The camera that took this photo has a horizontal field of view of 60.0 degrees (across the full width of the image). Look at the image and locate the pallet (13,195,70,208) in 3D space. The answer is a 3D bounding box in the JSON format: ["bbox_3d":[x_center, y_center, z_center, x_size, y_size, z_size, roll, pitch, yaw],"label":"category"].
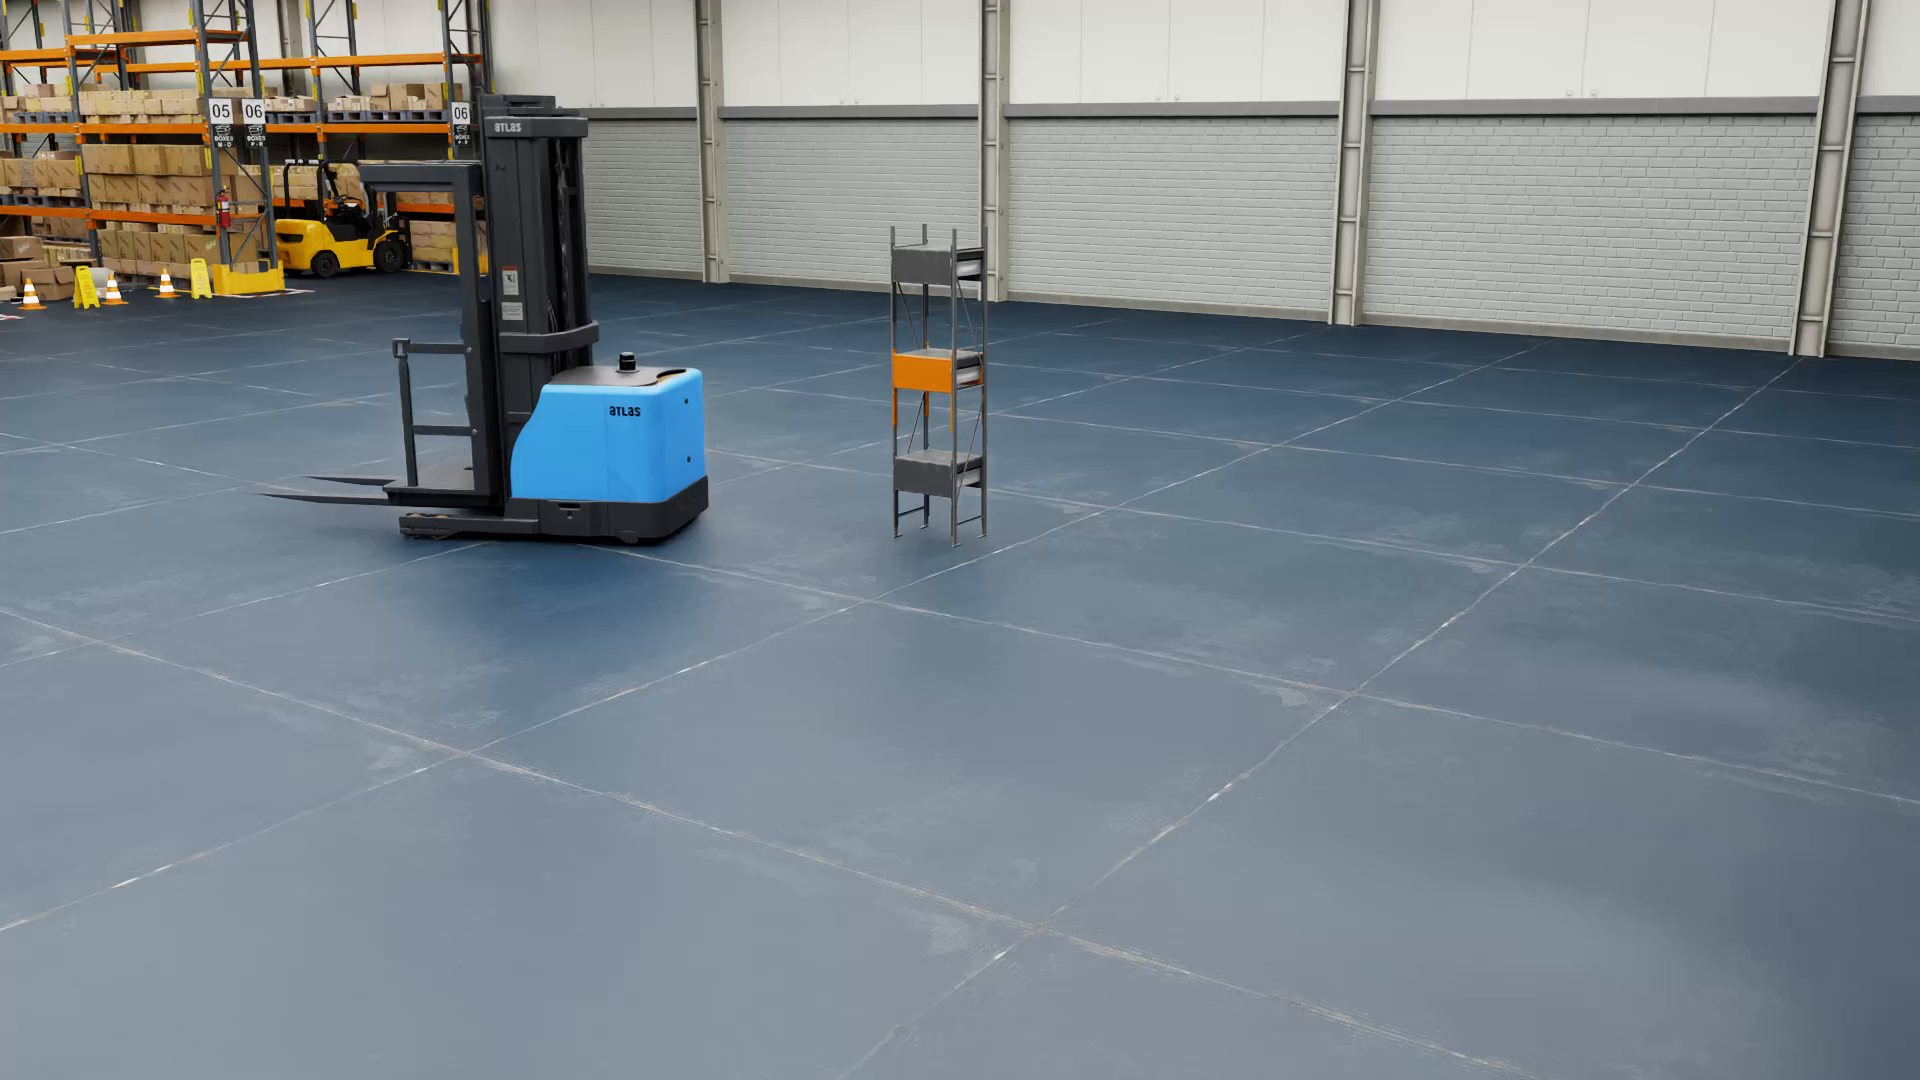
[{"bbox_3d":[-17.084,-6.428,31.445,1.213,0.211,1.003,9,17,33],"label":"pallet"}]

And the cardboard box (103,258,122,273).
[{"bbox_3d":[-15.091,-4.978,30.038,0.500,0.250,0.500,8,16,30],"label":"cardboard box"}]

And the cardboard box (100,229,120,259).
[{"bbox_3d":[-15.091,-5.342,29.948,0.500,0.500,0.500,10,17,35],"label":"cardboard box"}]

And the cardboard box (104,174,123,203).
[{"bbox_3d":[-14.791,-6.257,29.531,0.500,0.500,0.500,9,17,33],"label":"cardboard box"}]

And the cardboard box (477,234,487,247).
[{"bbox_3d":[-9.618,-5.912,32.770,0.500,0.250,0.500,10,17,34],"label":"cardboard box"}]

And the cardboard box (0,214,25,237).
[{"bbox_3d":[-19.276,-6.060,33.108,0.875,0.875,0.875,9,17,32],"label":"cardboard box"}]

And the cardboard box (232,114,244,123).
[{"bbox_3d":[-12.205,-7.149,28.239,0.250,0.149,0.380,9,17,33],"label":"cardboard box"}]

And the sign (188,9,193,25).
[{"bbox_3d":[-16.277,-11.063,35.177,0.005,0.325,0.100,9,17,33],"label":"sign"}]

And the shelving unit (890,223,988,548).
[{"bbox_3d":[-0.137,-1.041,11.161,0.503,2.100,0.431,9,17,33],"label":"shelving unit"}]

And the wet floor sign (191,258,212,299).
[{"bbox_3d":[-12.551,-4.324,27.446,0.267,0.644,0.232,-10,17,-35],"label":"wet floor sign"}]

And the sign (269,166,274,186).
[{"bbox_3d":[-11.808,-6.234,28.461,0.005,0.325,0.100,9,17,33],"label":"sign"}]

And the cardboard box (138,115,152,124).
[{"bbox_3d":[-13.862,-7.228,28.562,0.250,0.149,0.380,9,16,32],"label":"cardboard box"}]

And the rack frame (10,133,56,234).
[{"bbox_3d":[-22.620,-8.841,40.796,0.127,3.000,1.000,9,17,33],"label":"rack frame"}]

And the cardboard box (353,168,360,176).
[{"bbox_3d":[-11.934,-7.388,33.369,0.250,0.149,0.380,10,17,34],"label":"cardboard box"}]

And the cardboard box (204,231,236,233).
[{"bbox_3d":[-13.082,-5.174,29.270,0.500,0.500,0.500,8,16,31],"label":"cardboard box"}]

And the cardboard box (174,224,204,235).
[{"bbox_3d":[-13.263,-5.344,28.608,0.250,0.149,0.380,10,17,34],"label":"cardboard box"}]

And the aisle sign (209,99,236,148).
[{"bbox_3d":[-12.221,-6.901,27.548,0.004,0.787,0.394,9,17,33],"label":"aisle sign"}]

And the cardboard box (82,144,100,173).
[{"bbox_3d":[-15.186,-6.818,29.714,0.500,0.500,0.700,9,17,32],"label":"cardboard box"}]

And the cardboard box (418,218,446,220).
[{"bbox_3d":[-10.463,-6.288,33.248,0.500,0.250,0.500,9,17,32],"label":"cardboard box"}]

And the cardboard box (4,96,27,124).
[{"bbox_3d":[-17.468,-8.085,31.286,0.637,0.503,0.797,9,17,33],"label":"cardboard box"}]

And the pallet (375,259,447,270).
[{"bbox_3d":[-11.010,-5.600,33.505,1.213,0.211,1.003,9,17,33],"label":"pallet"}]

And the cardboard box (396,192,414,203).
[{"bbox_3d":[-10.749,-6.898,32.737,0.500,0.500,0.500,9,16,32],"label":"cardboard box"}]

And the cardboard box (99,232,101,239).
[{"bbox_3d":[-19.927,-7.141,38.986,0.250,0.149,0.380,9,16,31],"label":"cardboard box"}]

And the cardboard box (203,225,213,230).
[{"bbox_3d":[-16.453,-6.773,36.768,0.500,0.500,0.500,10,17,34],"label":"cardboard box"}]

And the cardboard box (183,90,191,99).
[{"bbox_3d":[-12.749,-7.455,27.818,0.250,0.149,0.380,10,17,34],"label":"cardboard box"}]

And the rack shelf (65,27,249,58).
[{"bbox_3d":[-13.771,-8.535,28.577,4.000,0.370,1.077,9,17,33],"label":"rack shelf"}]

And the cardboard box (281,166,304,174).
[{"bbox_3d":[-13.943,-7.728,34.739,0.250,0.149,0.380,9,16,31],"label":"cardboard box"}]

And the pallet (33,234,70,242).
[{"bbox_3d":[-21.895,-7.370,40.659,1.213,0.211,1.003,9,17,33],"label":"pallet"}]

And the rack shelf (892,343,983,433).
[{"bbox_3d":[-0.137,-1.028,11.164,0.480,0.518,0.431,9,17,33],"label":"rack shelf"}]

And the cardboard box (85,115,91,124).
[{"bbox_3d":[-15.307,-7.484,29.594,0.250,0.149,0.380,9,16,32],"label":"cardboard box"}]

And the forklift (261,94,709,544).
[{"bbox_3d":[-3.374,-1.547,11.474,3.031,2.935,1.130,2,14,9],"label":"forklift"}]

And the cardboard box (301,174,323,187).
[{"bbox_3d":[-13.213,-7.417,34.313,0.500,0.250,0.500,9,16,32],"label":"cardboard box"}]

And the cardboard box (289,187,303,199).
[{"bbox_3d":[-13.647,-7.241,34.643,0.500,0.250,0.500,9,17,32],"label":"cardboard box"}]

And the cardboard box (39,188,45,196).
[{"bbox_3d":[-16.850,-6.477,30.895,0.250,0.149,0.380,9,17,33],"label":"cardboard box"}]

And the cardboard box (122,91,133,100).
[{"bbox_3d":[-14.240,-7.692,28.774,0.250,0.149,0.380,9,16,32],"label":"cardboard box"}]

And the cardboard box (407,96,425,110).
[{"bbox_3d":[-10.411,-8.423,32.063,0.258,0.266,0.396,9,17,33],"label":"cardboard box"}]

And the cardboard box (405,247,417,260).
[{"bbox_3d":[-10.727,-5.702,32.963,0.500,0.250,0.500,9,17,33],"label":"cardboard box"}]

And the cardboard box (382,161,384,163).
[{"bbox_3d":[-11.234,-7.451,33.003,0.250,0.149,0.380,9,17,33],"label":"cardboard box"}]

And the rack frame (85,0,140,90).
[{"bbox_3d":[-19.301,-11.217,37.908,0.127,3.000,1.000,9,17,33],"label":"rack frame"}]

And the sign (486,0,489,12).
[{"bbox_3d":[-9.029,-10.248,31.719,0.005,0.325,0.100,9,17,33],"label":"sign"}]

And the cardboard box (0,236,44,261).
[{"bbox_3d":[-16.399,-5.037,29.054,0.500,0.500,0.500,9,17,33],"label":"cardboard box"}]

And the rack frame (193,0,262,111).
[{"bbox_3d":[-12.111,-8.617,27.407,0.127,3.000,1.000,9,17,33],"label":"rack frame"}]

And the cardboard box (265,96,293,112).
[{"bbox_3d":[-14.036,-9.048,34.494,0.500,0.311,0.500,9,16,31],"label":"cardboard box"}]

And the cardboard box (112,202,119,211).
[{"bbox_3d":[-14.872,-5.960,29.682,0.250,0.149,0.380,9,17,33],"label":"cardboard box"}]

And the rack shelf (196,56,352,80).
[{"bbox_3d":[-14.322,-9.869,34.792,4.000,0.370,1.077,9,17,33],"label":"rack shelf"}]

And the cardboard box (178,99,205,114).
[{"bbox_3d":[-12.686,-7.248,27.810,0.500,0.250,0.500,9,16,32],"label":"cardboard box"}]

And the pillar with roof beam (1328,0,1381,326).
[{"bbox_3d":[3.115,-6.608,19.291,0.400,9.000,9.100,9,17,33],"label":"pillar with roof beam"}]

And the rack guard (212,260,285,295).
[{"bbox_3d":[-12.174,-4.502,28.469,0.348,0.500,1.175,9,17,33],"label":"rack guard"}]

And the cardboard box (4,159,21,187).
[{"bbox_3d":[-17.624,-6.930,31.374,0.500,0.500,0.500,10,17,34],"label":"cardboard box"}]
